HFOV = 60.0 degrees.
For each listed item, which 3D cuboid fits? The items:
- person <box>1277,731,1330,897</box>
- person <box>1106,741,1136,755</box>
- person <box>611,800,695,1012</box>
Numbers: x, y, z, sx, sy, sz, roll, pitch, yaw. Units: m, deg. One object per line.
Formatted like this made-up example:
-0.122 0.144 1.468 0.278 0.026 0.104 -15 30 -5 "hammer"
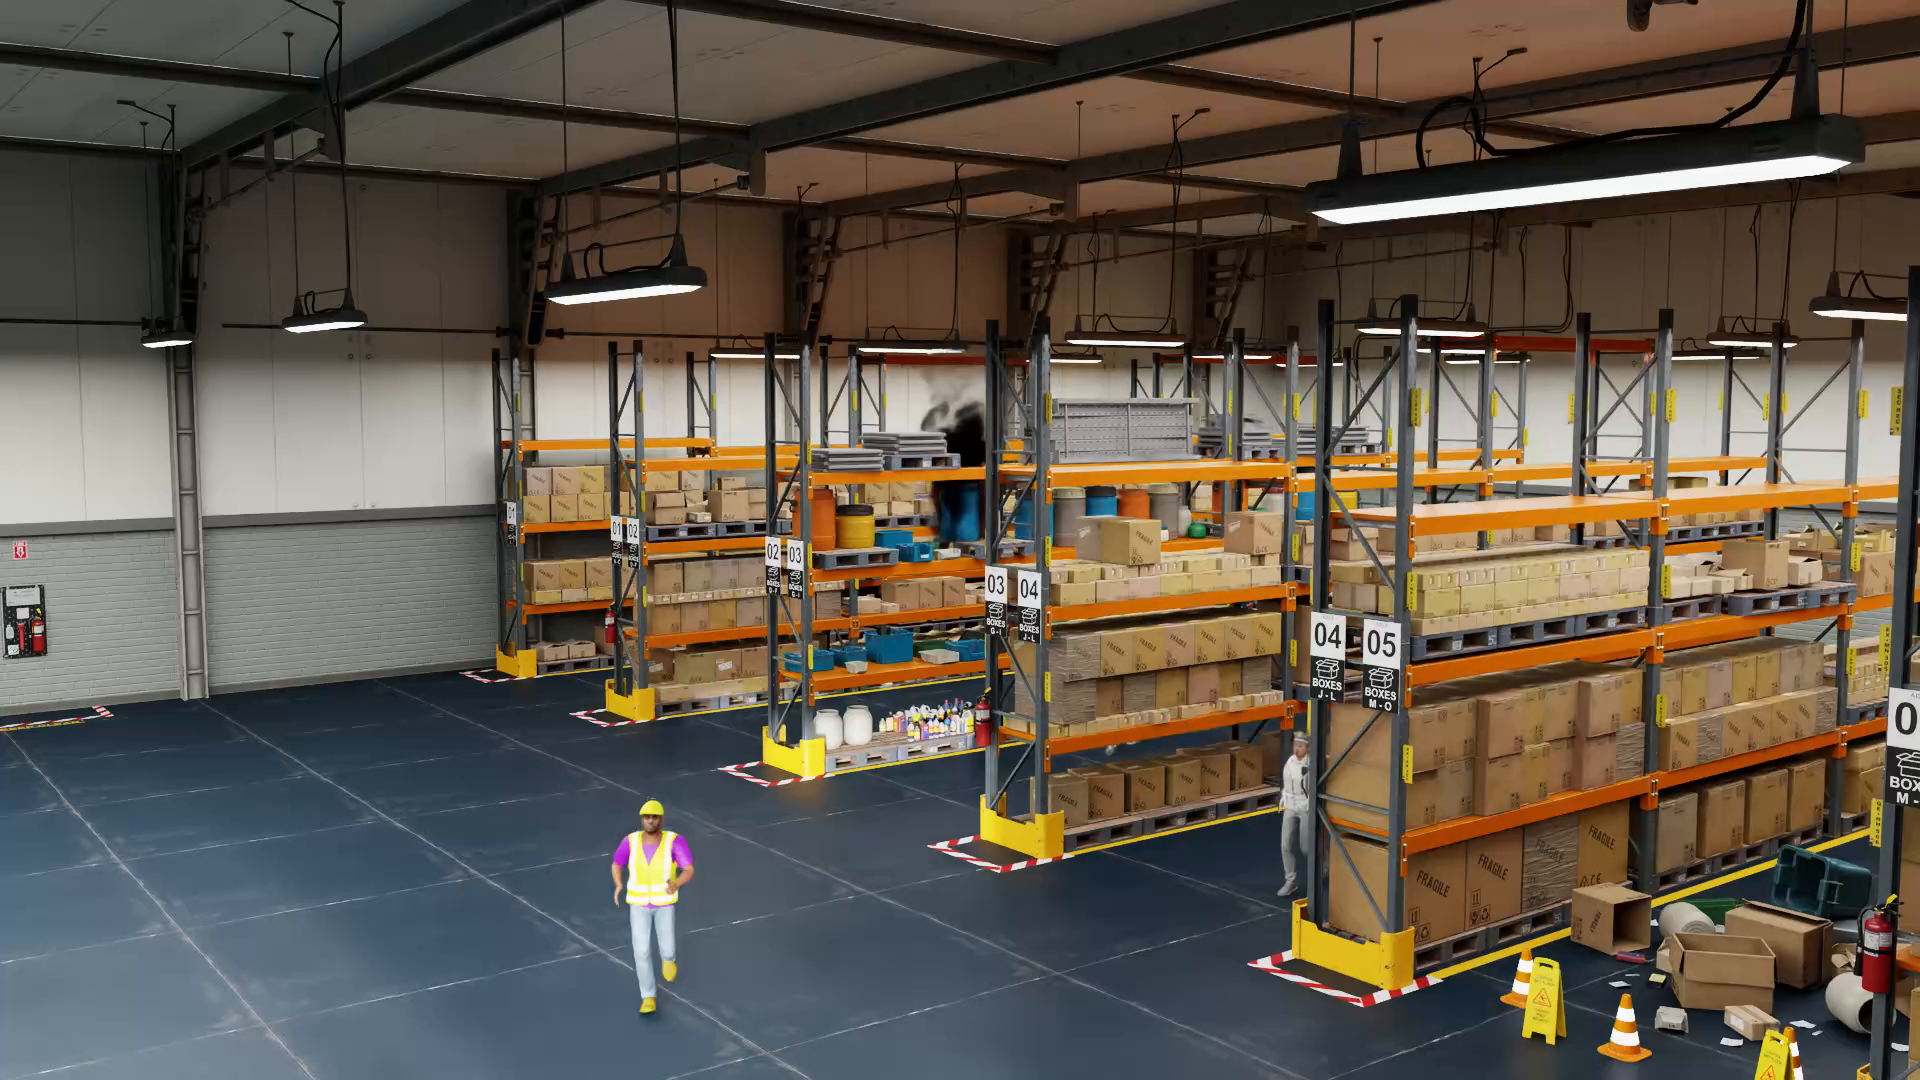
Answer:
3.564 2.817 17.295 0.765 1.689 0.626 -5 7 -44 "person"
2.204 2.096 22.774 0.503 1.674 0.684 4 6 39 "person"
-2.610 3.066 14.090 0.712 1.729 0.744 0 5 -4 "person"
